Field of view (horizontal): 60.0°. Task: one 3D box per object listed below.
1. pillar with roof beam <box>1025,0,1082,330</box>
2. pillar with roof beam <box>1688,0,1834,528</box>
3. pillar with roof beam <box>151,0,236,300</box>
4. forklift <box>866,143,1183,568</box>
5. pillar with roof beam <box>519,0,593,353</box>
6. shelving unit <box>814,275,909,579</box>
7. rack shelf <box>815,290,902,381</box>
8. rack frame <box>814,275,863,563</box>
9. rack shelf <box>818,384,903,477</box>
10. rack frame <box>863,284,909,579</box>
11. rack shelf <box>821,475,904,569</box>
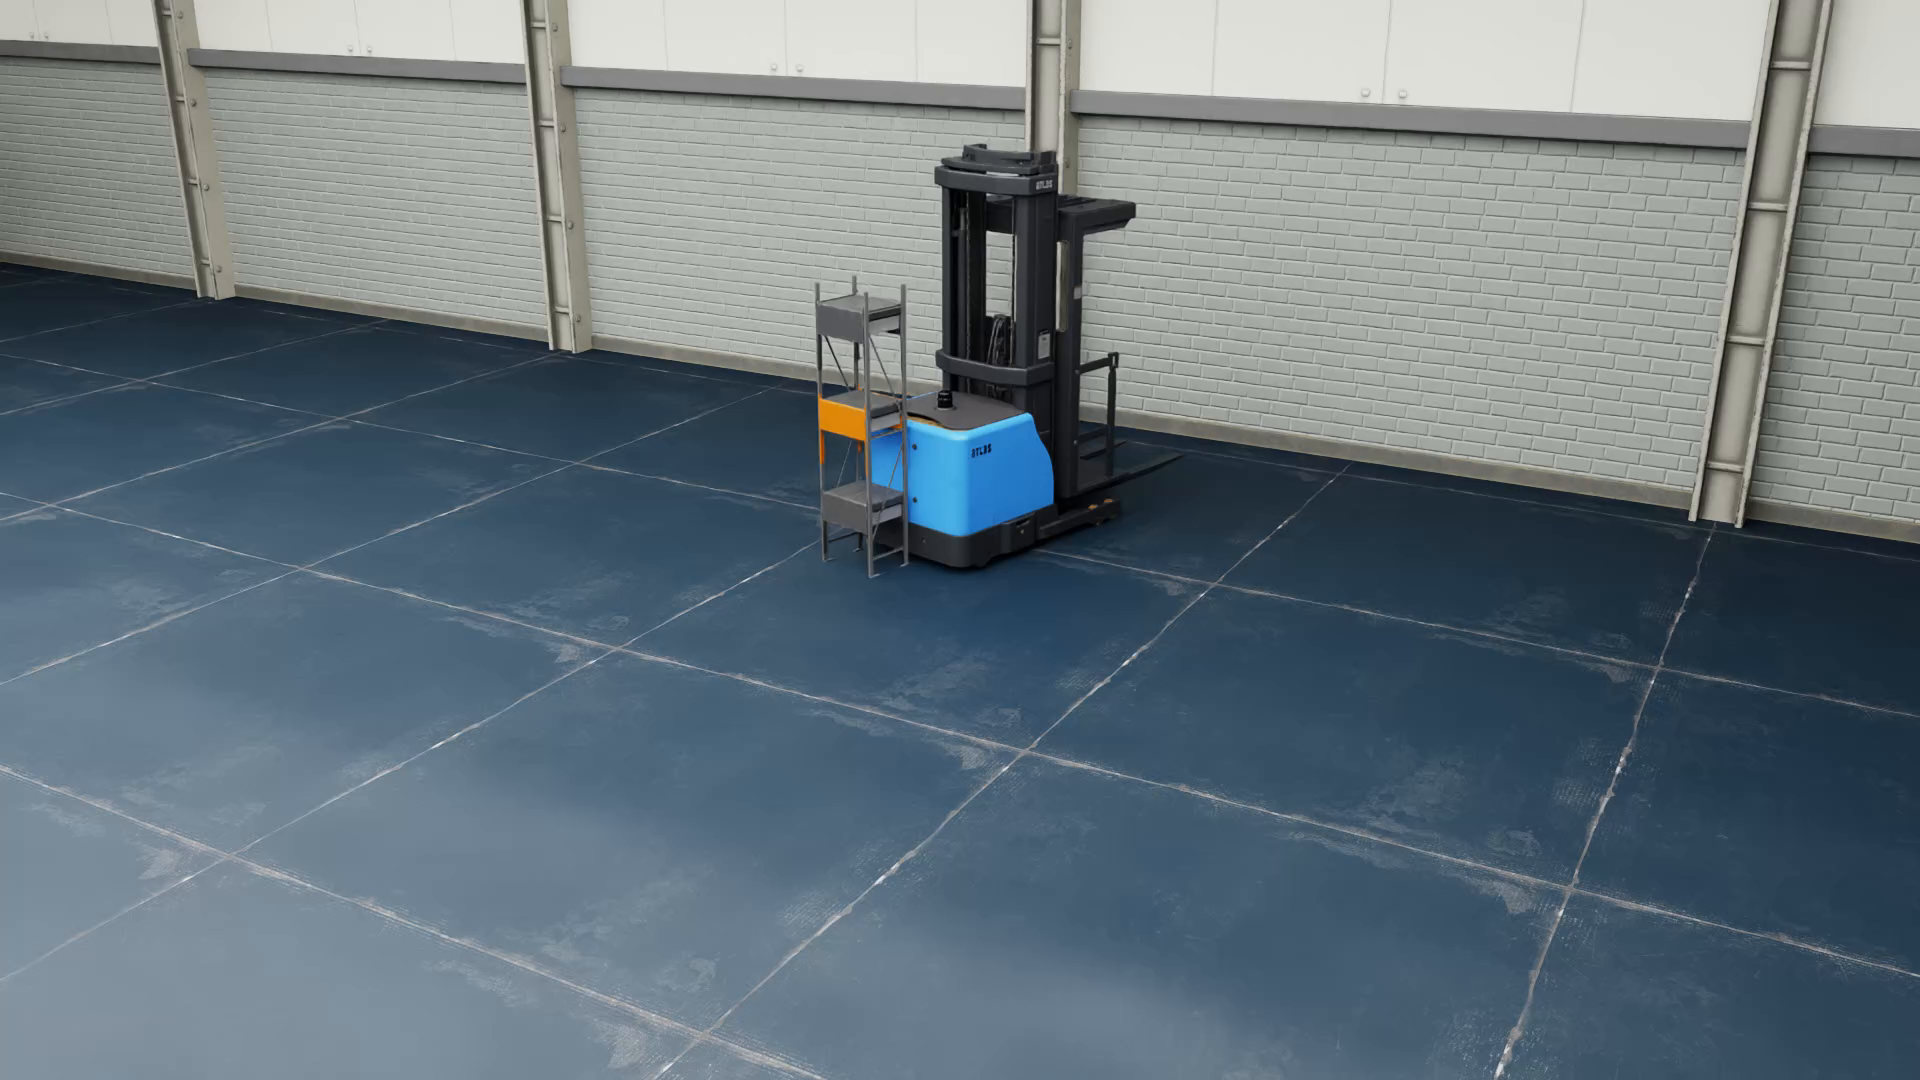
[{"bbox_3d":[-1.262,-4.119,11.023,0.400,9.000,9.100,11,23,27],"label":"pillar with roof beam"},{"bbox_3d":[3.976,-3.121,8.272,0.400,9.000,9.100,11,23,27],"label":"pillar with roof beam"},{"bbox_3d":[-11.738,-6.114,16.524,0.400,9.000,9.100,11,23,27],"label":"pillar with roof beam"},{"bbox_3d":[0.643,-1.596,12.966,1.130,2.935,3.031,17,26,39],"label":"forklift"},{"bbox_3d":[-6.500,-5.116,13.774,0.400,9.000,9.100,11,23,27],"label":"pillar with roof beam"},{"bbox_3d":[-0.702,-0.811,12.020,0.503,2.100,0.431,17,26,39],"label":"shelving unit"},{"bbox_3d":[-0.702,-1.456,11.786,0.480,0.518,0.431,17,26,39],"label":"rack shelf"},{"bbox_3d":[-0.883,-0.867,12.175,0.015,2.100,0.400,17,26,39],"label":"rack frame"},{"bbox_3d":[-0.702,-0.798,12.025,0.480,0.518,0.431,17,26,39],"label":"rack shelf"},{"bbox_3d":[-0.522,-0.754,11.866,0.015,2.100,0.400,17,26,39],"label":"rack frame"},{"bbox_3d":[-0.702,-0.140,12.264,0.480,0.518,0.431,17,26,39],"label":"rack shelf"}]
